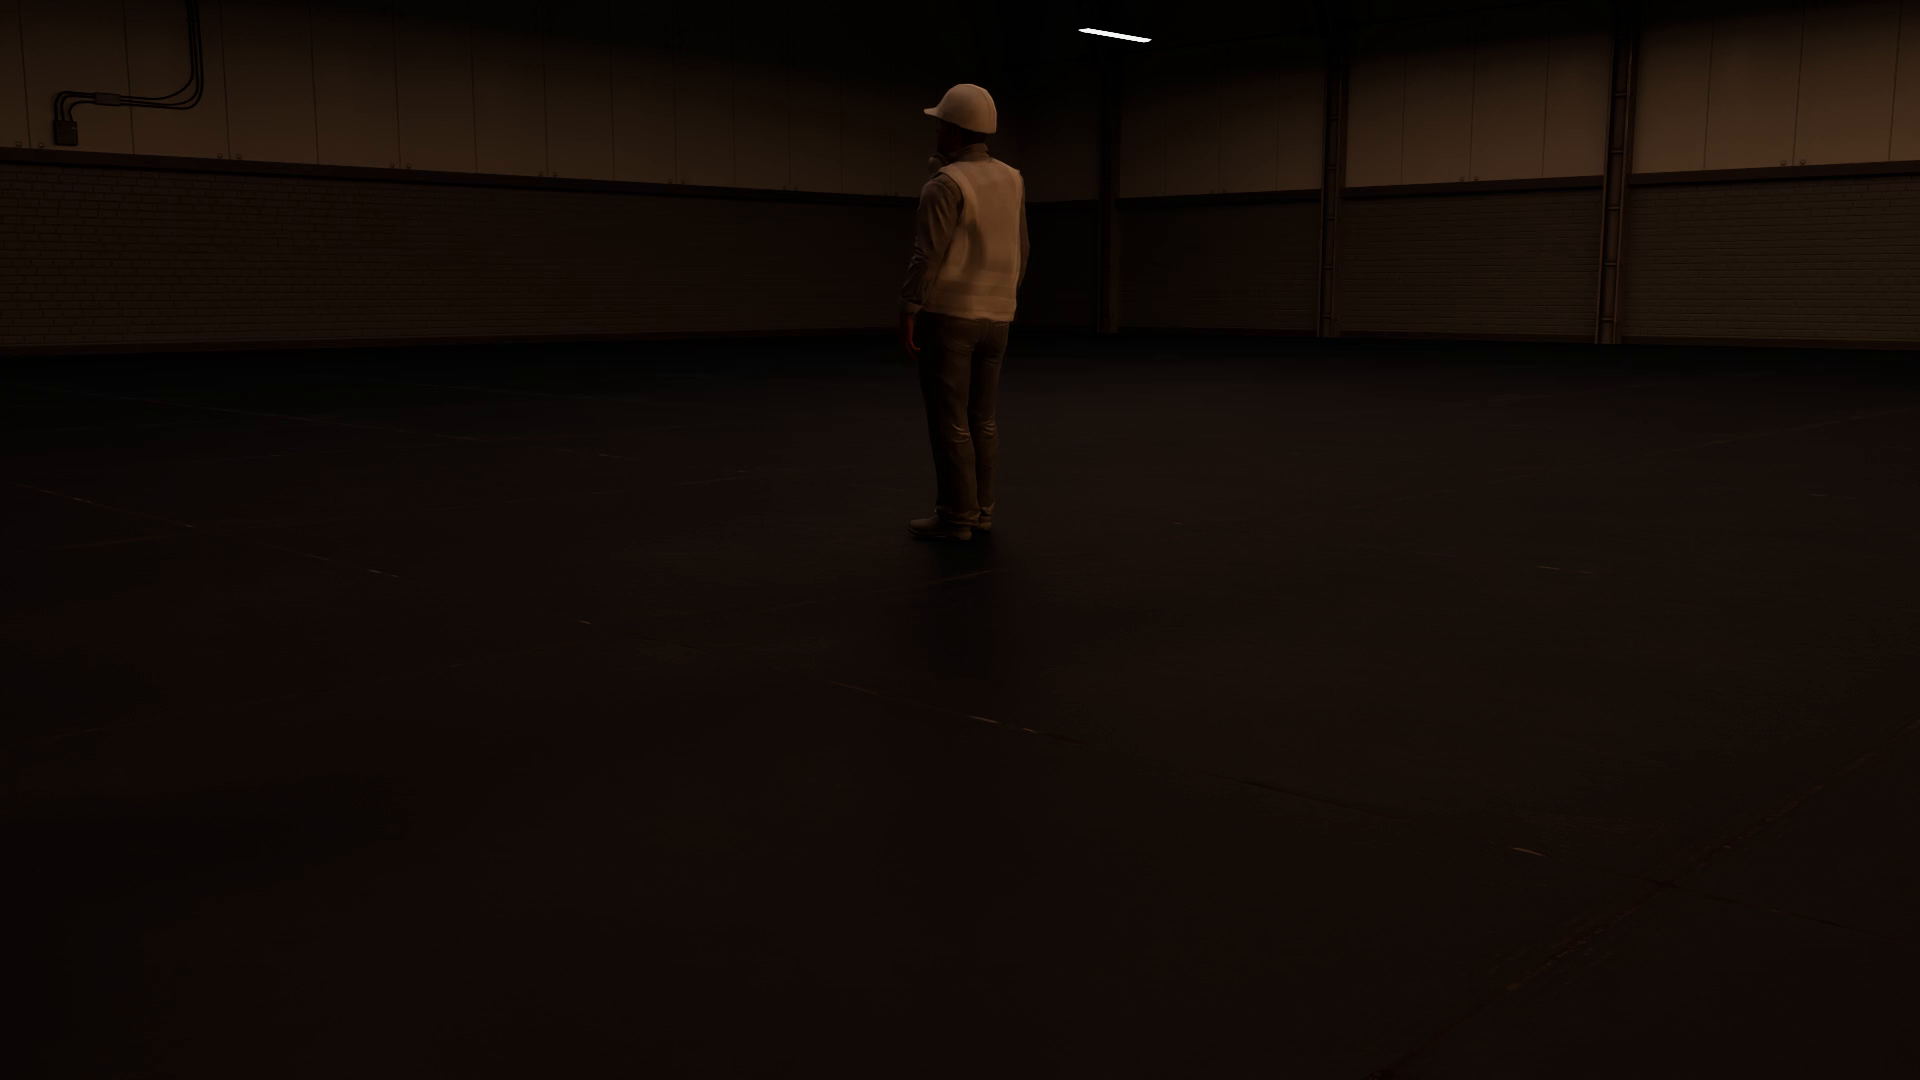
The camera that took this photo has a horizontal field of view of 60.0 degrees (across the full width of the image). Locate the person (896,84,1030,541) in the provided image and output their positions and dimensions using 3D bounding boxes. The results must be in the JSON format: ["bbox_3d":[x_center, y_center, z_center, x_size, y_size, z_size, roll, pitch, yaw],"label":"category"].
[{"bbox_3d":[-0.040,-0.892,6.632,0.566,1.775,0.634,8,12,43],"label":"person"}]
